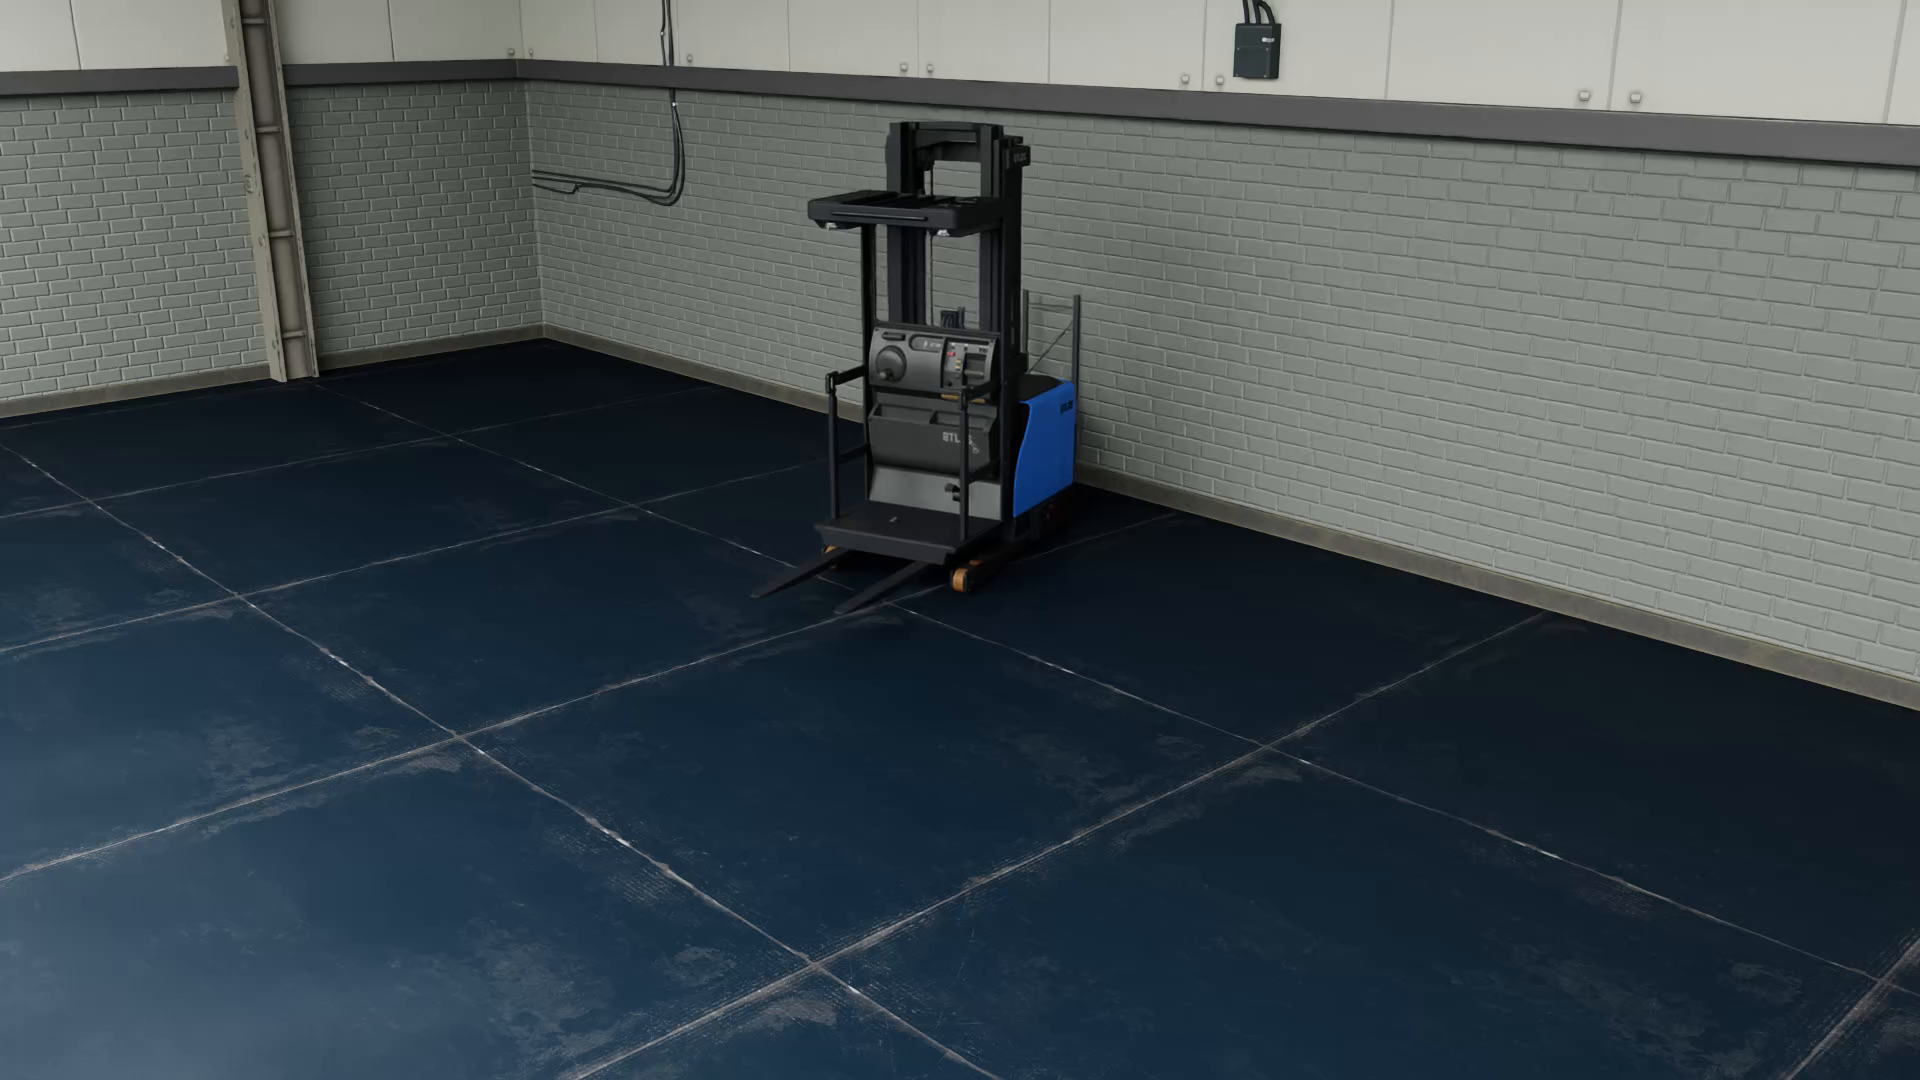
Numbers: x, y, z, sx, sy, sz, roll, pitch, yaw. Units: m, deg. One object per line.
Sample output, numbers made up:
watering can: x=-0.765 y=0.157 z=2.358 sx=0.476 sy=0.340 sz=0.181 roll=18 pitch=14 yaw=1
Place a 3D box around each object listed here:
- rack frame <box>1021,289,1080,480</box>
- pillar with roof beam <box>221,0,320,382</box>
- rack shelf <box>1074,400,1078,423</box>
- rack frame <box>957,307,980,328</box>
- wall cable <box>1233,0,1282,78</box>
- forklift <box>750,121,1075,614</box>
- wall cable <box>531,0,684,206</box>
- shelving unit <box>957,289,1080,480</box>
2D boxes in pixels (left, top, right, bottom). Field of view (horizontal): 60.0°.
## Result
rack frame: x=0.714 y=-1.240 z=13.346 sx=0.500 sy=1.500 sz=0.032 roll=10 pitch=20 yaw=29
pillar with roof beam: x=-3.913 y=-4.999 z=12.813 sx=0.400 sy=9.000 sz=9.100 roll=-16 pitch=24 yaw=-41
rack shelf: x=0.455 y=-0.939 z=12.981 sx=0.538 sy=0.185 sz=1.000 roll=10 pitch=20 yaw=29
rack frame: x=0.199 y=-0.983 z=12.508 sx=0.500 sy=1.500 sz=0.032 roll=10 pitch=20 yaw=29
wall cable: x=2.689 y=-5.779 z=9.704 sx=0.169 sy=6.003 sz=2.305 roll=-16 pitch=24 yaw=-41
forklift: x=-0.286 y=-1.204 z=10.946 sx=1.130 sy=2.935 sz=3.031 roll=9 pitch=20 yaw=27
wall cable: x=-3.821 y=-4.815 z=17.279 sx=0.112 sy=2.526 sz=3.097 roll=-16 pitch=24 yaw=-41
shelving unit: x=0.456 y=-1.111 z=12.927 sx=0.538 sy=1.500 sz=1.048 roll=10 pitch=20 yaw=29
